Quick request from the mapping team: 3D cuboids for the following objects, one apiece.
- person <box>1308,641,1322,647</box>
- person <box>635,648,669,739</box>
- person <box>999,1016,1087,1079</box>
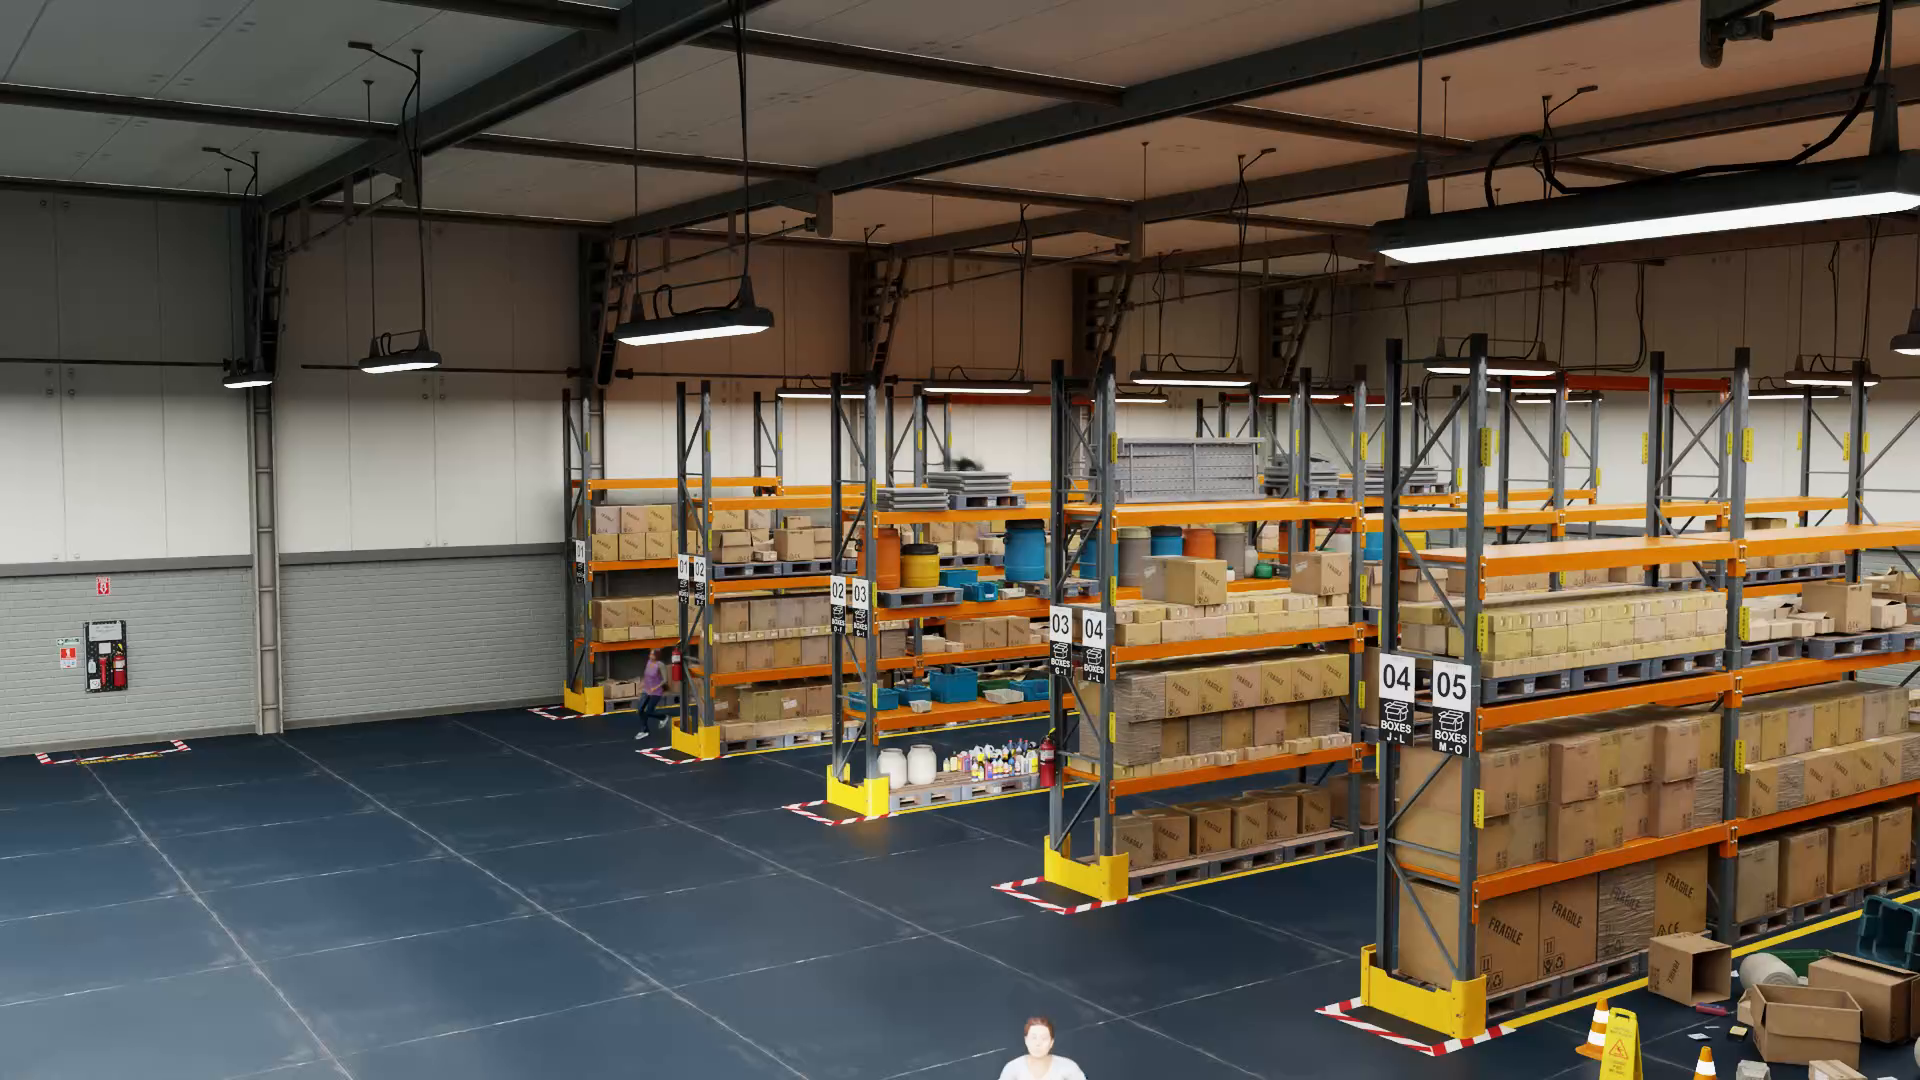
[{"bbox_3d":[6.757,2.212,31.901,0.987,1.747,0.708,-4,5,-45],"label":"person"},{"bbox_3d":[-5.168,2.597,28.246,0.580,1.556,0.639,3,5,37],"label":"person"},{"bbox_3d":[0.494,3.702,10.094,0.601,1.636,0.578,0,4,7],"label":"person"}]
